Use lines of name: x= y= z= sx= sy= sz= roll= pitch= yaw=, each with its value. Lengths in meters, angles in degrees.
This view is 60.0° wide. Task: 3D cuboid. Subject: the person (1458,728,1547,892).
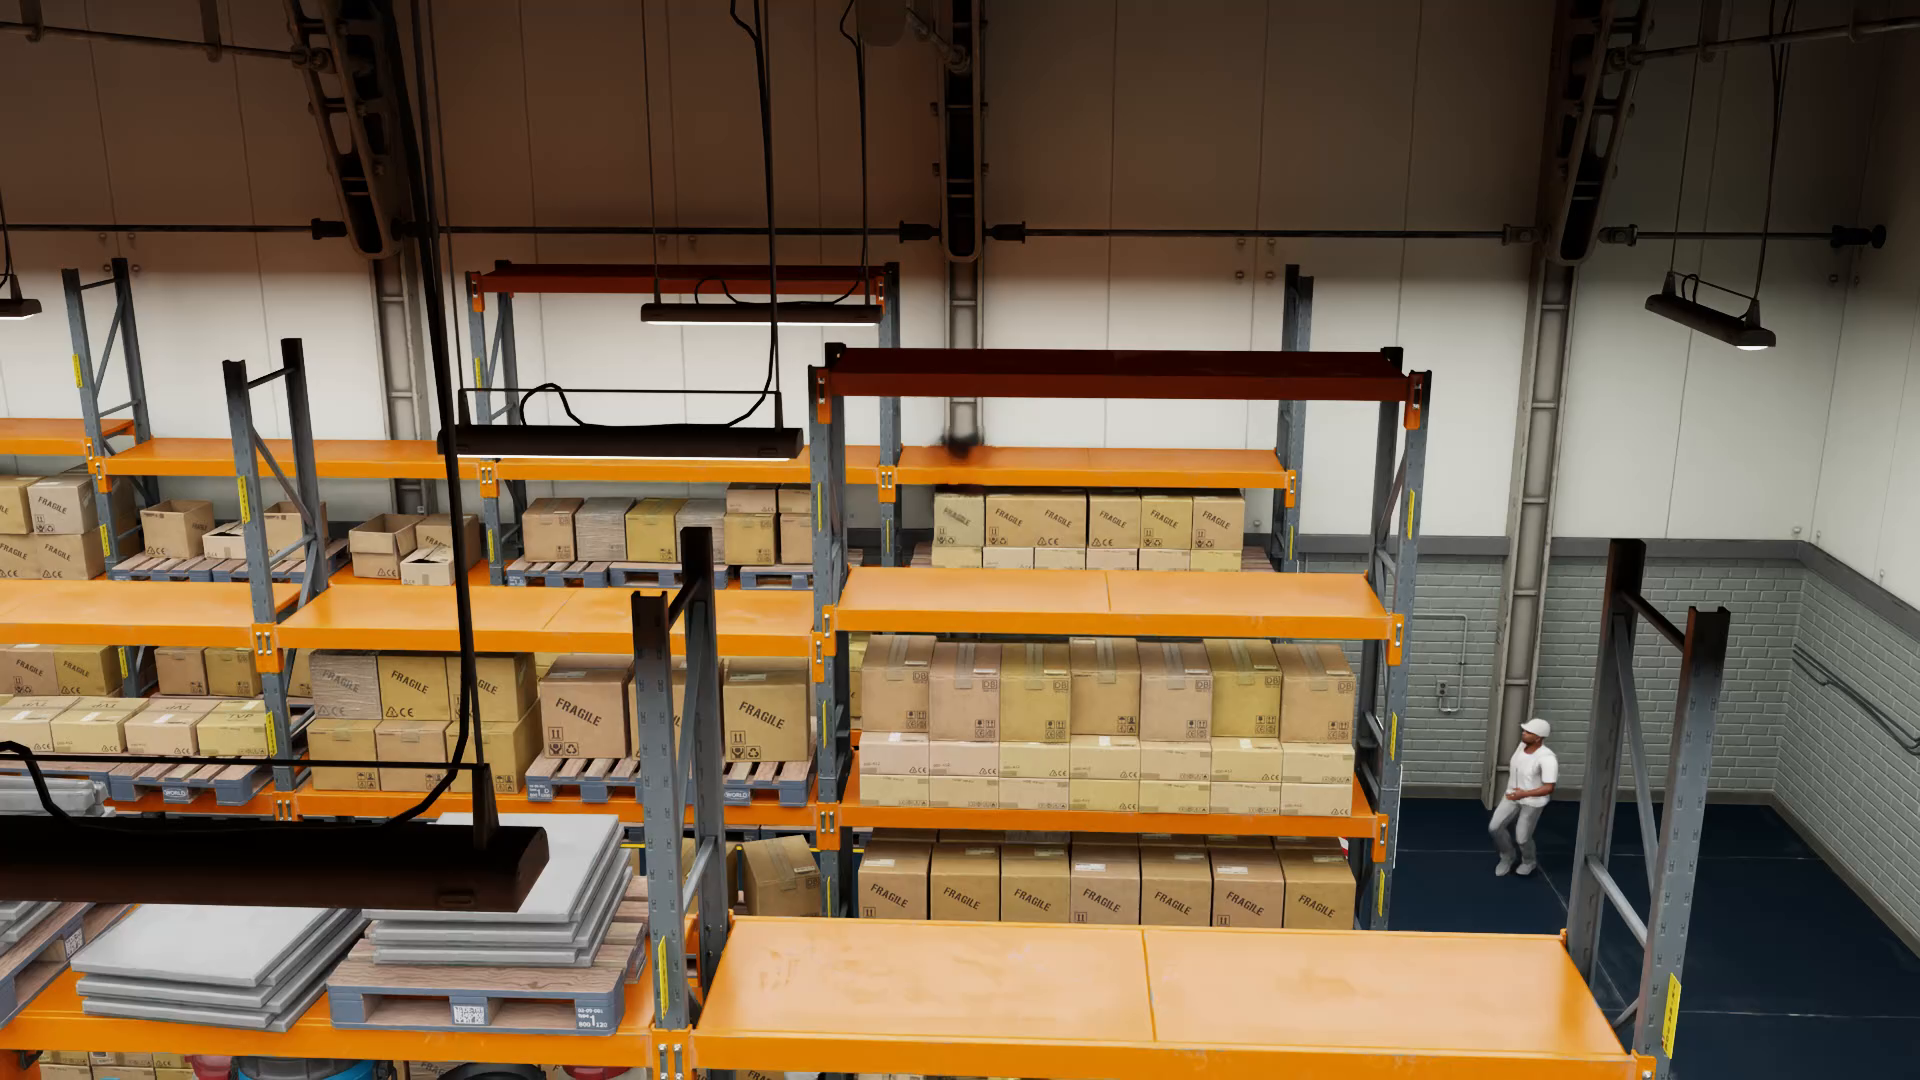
person: x=5.470 y=2.643 z=16.381 sx=0.955 sy=1.741 sz=0.716 roll=-11 pitch=20 yaw=-34

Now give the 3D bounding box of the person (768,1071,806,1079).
person: x=-1.068 y=4.179 z=11.216 sx=0.585 sy=1.681 sz=0.661 roll=10 pitch=19 yaw=31
